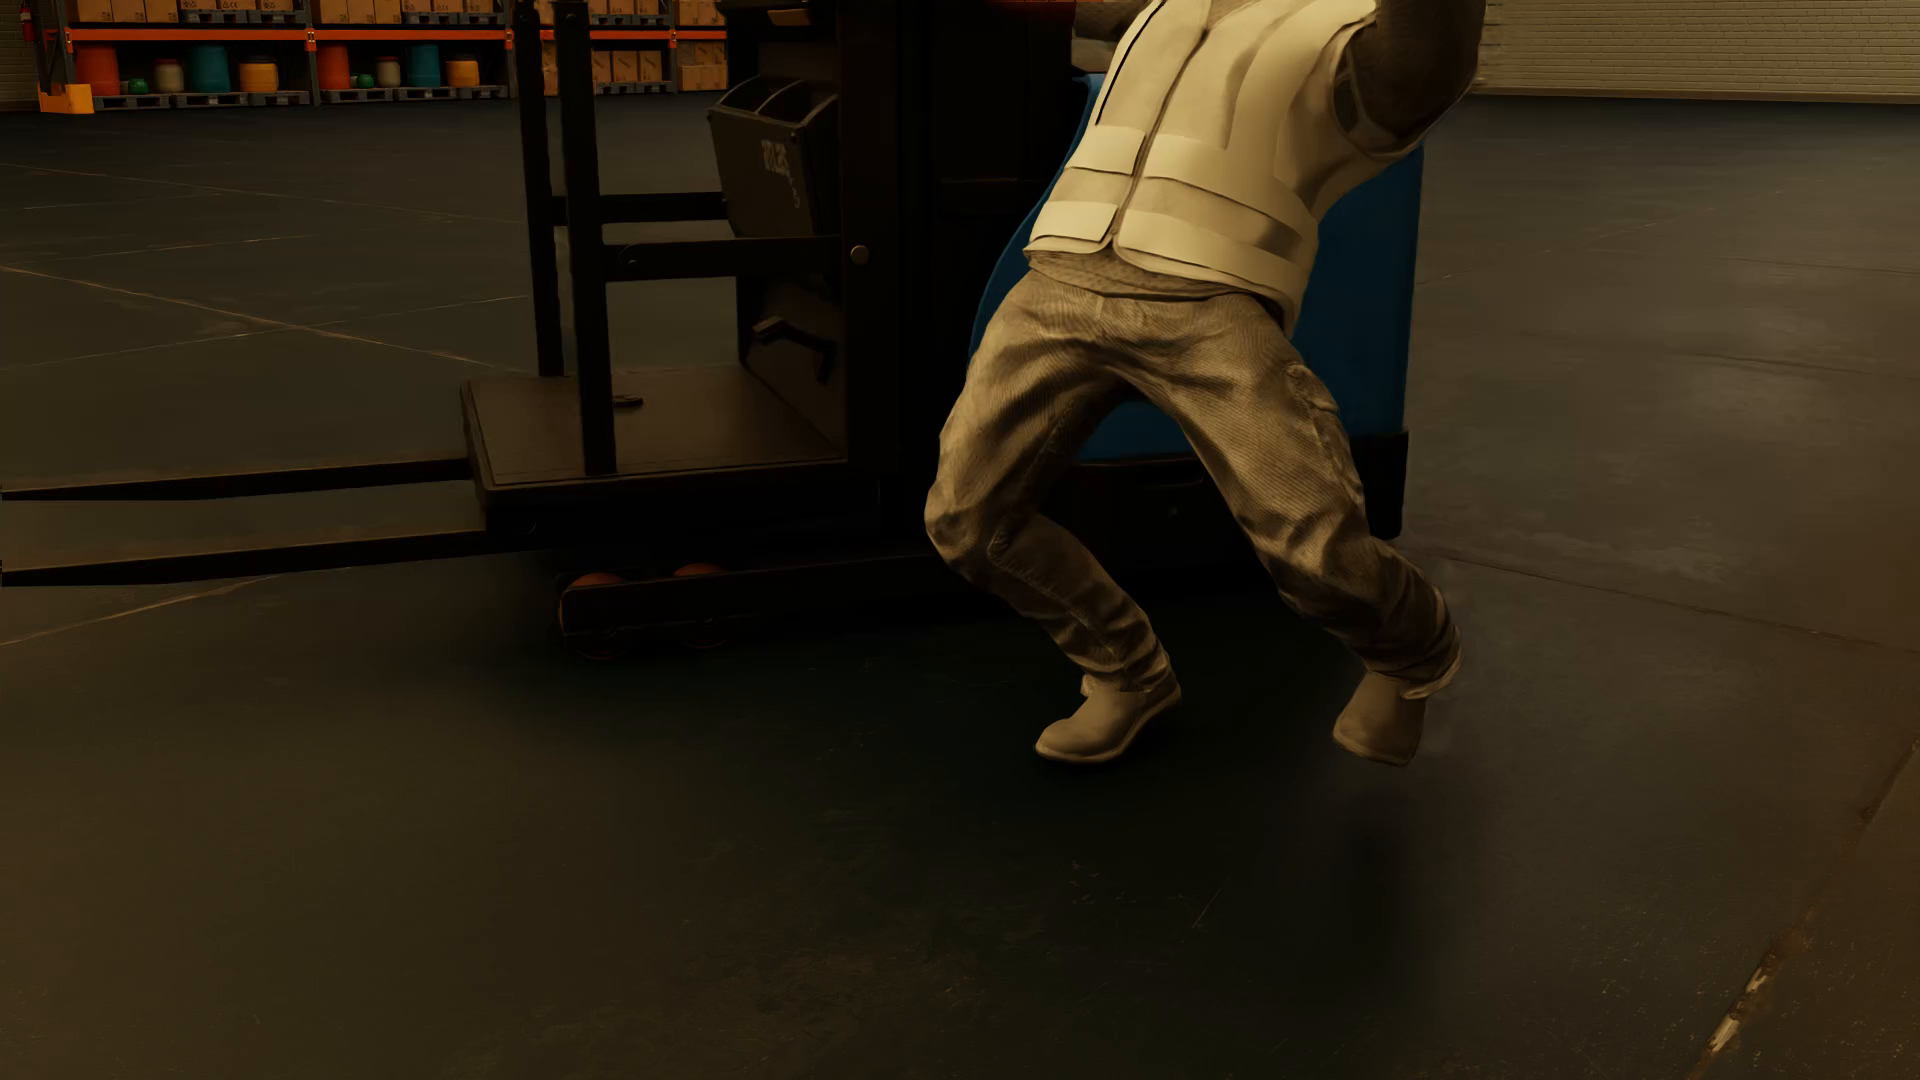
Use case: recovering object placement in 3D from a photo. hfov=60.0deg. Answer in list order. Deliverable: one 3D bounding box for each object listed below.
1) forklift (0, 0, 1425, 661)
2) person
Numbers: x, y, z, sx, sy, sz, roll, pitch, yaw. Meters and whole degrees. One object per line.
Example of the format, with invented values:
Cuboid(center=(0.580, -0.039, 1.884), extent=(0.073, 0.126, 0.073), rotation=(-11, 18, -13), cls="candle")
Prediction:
Cuboid(center=(-0.579, -1.343, 3.322), extent=(3.031, 2.935, 1.130), rotation=(-6, 18, -18), cls="forklift")
Cuboid(center=(0.266, -0.453, 2.609), extent=(1.088, 1.631, 0.686), rotation=(11, 20, 33), cls="person")
